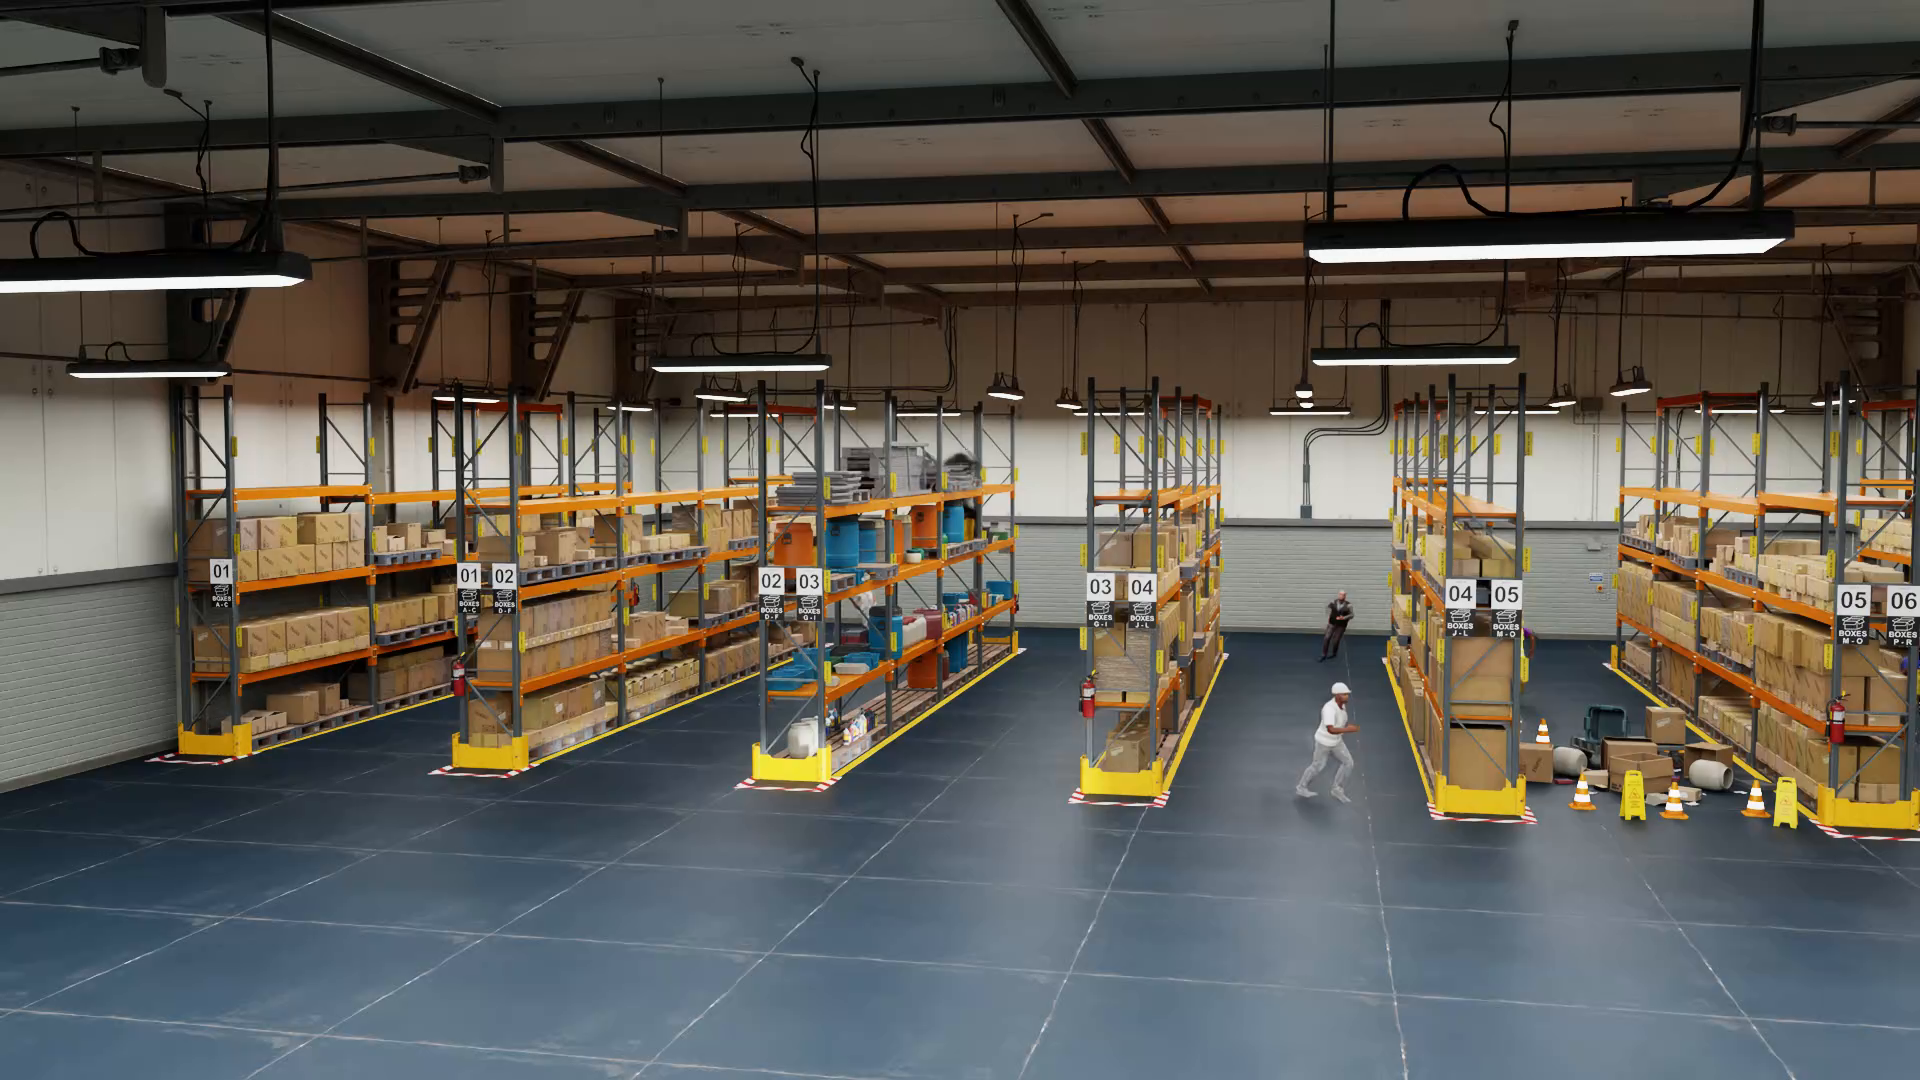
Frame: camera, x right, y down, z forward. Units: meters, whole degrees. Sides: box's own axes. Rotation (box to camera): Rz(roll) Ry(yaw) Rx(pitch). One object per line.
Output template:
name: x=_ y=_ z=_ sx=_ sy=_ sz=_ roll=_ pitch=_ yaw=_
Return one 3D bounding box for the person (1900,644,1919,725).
person: x=16.527 y=2.564 z=28.840 sx=0.577 sy=1.622 sz=0.866 roll=0 pitch=3 yaw=1

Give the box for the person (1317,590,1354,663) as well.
person: x=8.791 y=2.007 z=38.728 sx=0.774 sy=1.691 sz=0.843 roll=1 pitch=4 yaw=24

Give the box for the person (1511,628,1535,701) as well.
person: x=10.929 y=2.327 z=32.874 sx=0.704 sy=1.682 sz=0.709 roll=0 pitch=3 yaw=-6

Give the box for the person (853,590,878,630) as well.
person: x=-2.298 y=1.824 z=41.699 sx=0.815 sy=1.759 sz=0.722 roll=-2 pitch=4 yaw=-27

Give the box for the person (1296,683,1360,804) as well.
person: x=5.199 y=2.844 z=23.316 sx=0.990 sy=1.724 sz=0.717 roll=3 pitch=4 yaw=40
